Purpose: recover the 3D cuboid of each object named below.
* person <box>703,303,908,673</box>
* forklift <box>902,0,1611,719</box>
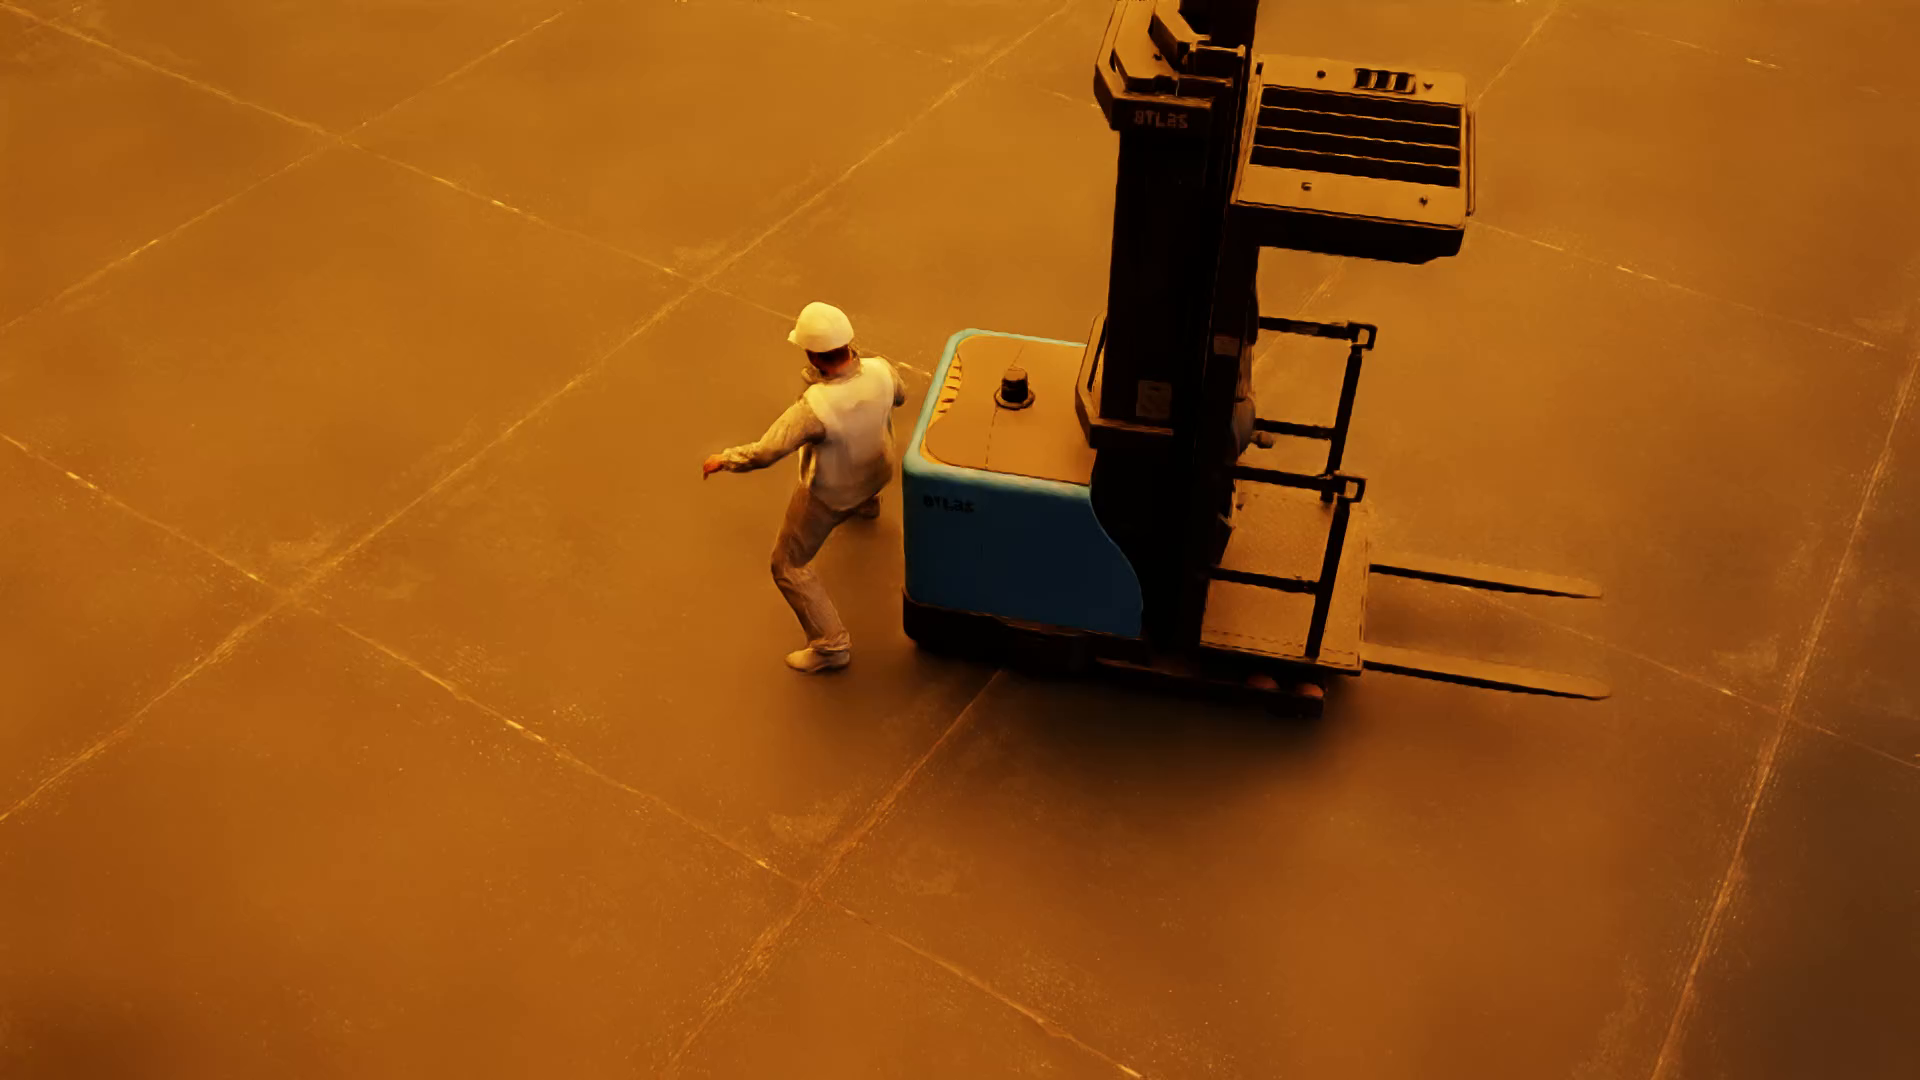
[{"bbox_3d":[-0.598,-0.368,7.225,0.992,1.631,0.925,-33,53,-30],"label":"person"},{"bbox_3d":[1.319,-0.696,6.582,3.031,2.935,1.130,9,44,9],"label":"forklift"}]
